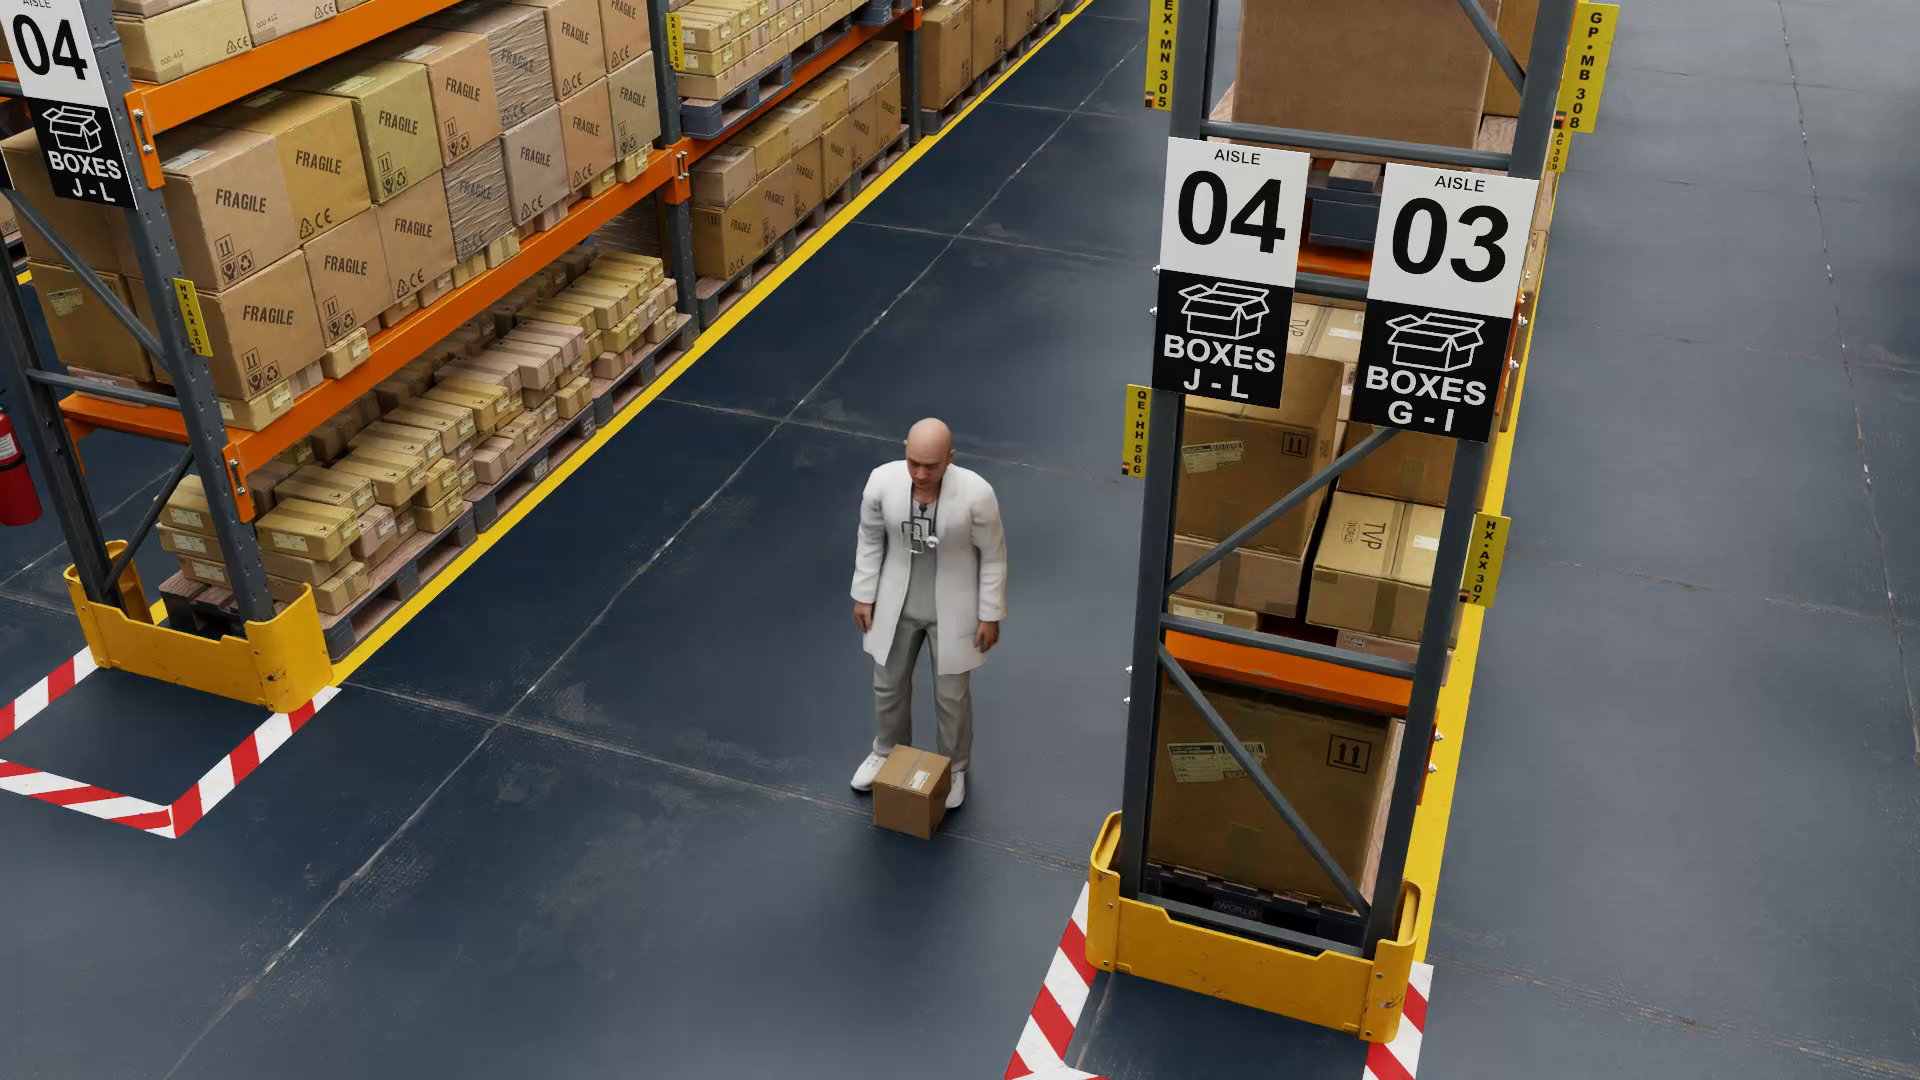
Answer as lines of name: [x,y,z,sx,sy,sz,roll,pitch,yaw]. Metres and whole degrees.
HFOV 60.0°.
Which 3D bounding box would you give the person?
person: [-0.129,0.355,6.772,0.649,1.590,0.433,8,34,13]
